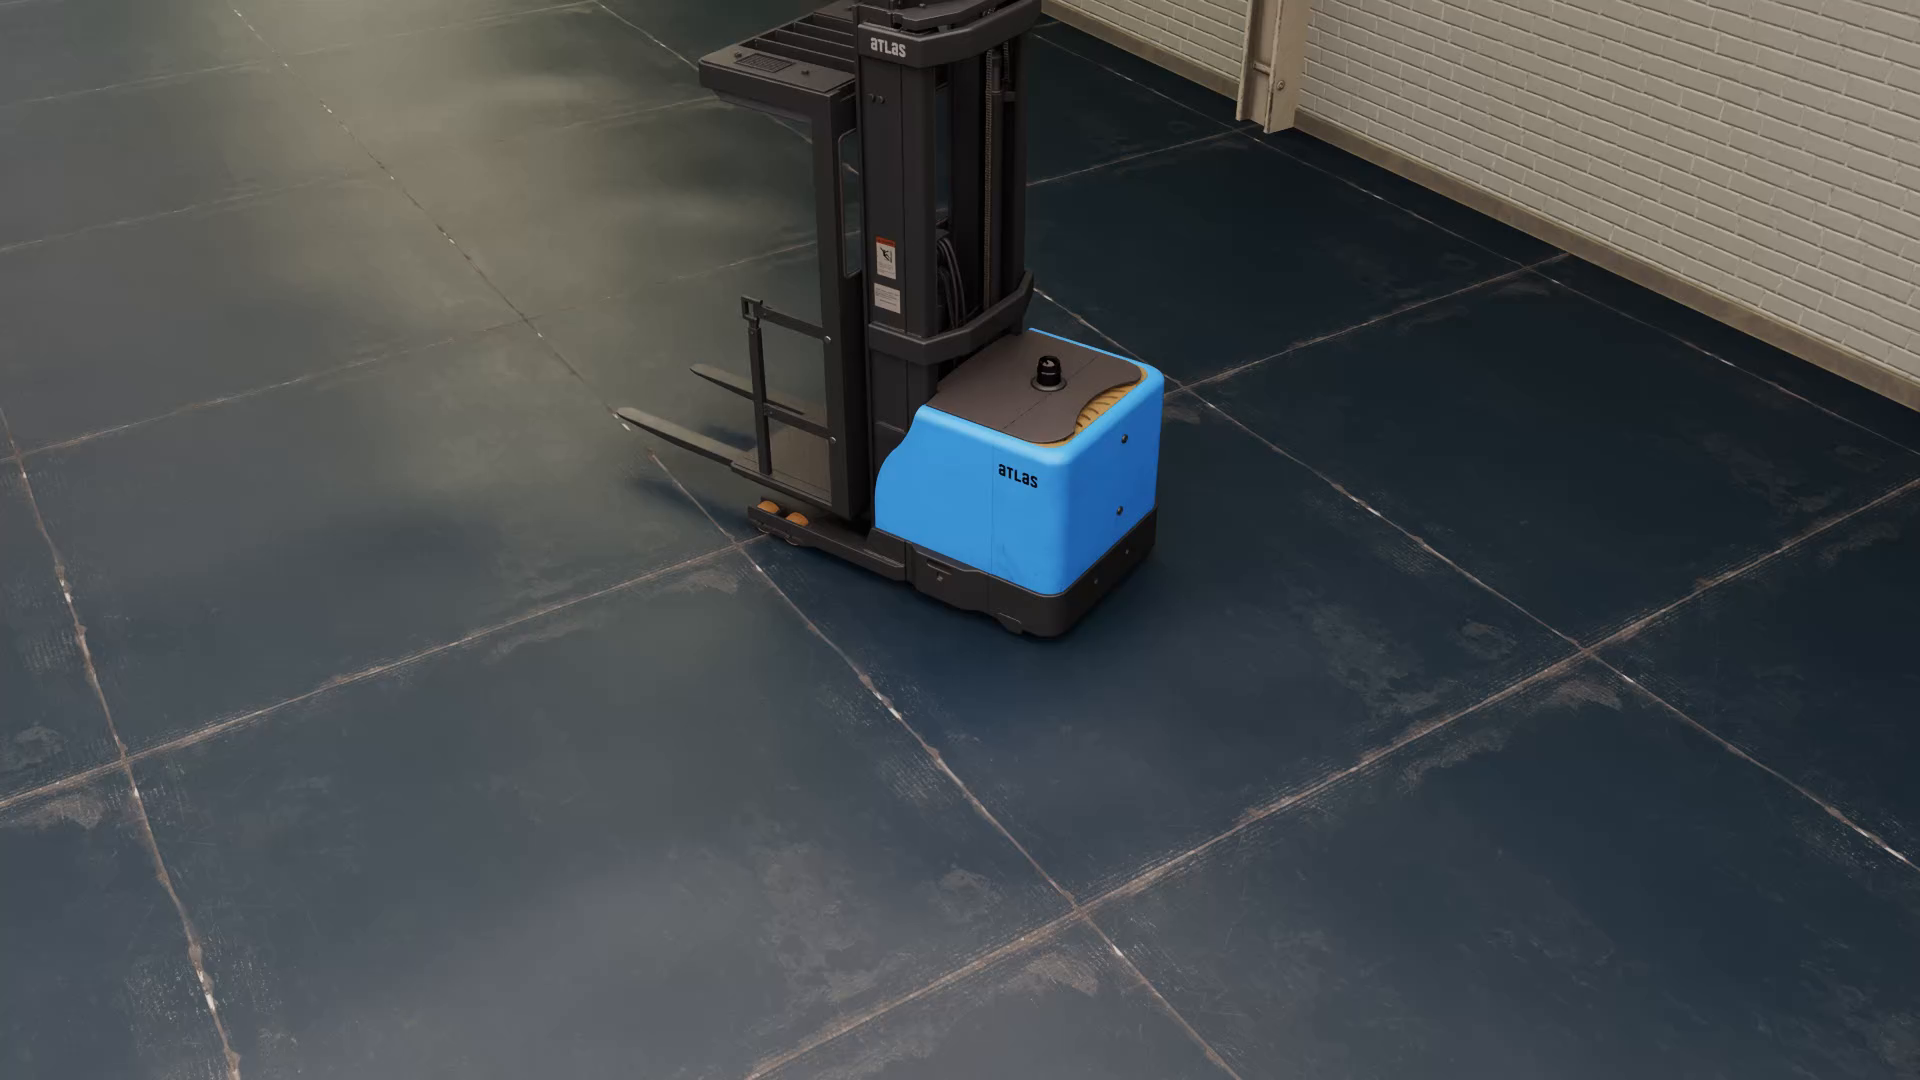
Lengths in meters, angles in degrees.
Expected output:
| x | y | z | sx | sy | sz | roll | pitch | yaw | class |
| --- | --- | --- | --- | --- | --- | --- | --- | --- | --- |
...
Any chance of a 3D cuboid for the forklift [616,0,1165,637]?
| x | y | z | sx | sy | sz | roll | pitch | yaw | class |
| --- | --- | --- | --- | --- | --- | --- | --- | --- | --- |
| -0.500 | -1.399 | 8.138 | 3.031 | 2.935 | 1.130 | 22 | 41 | 28 | forklift |
